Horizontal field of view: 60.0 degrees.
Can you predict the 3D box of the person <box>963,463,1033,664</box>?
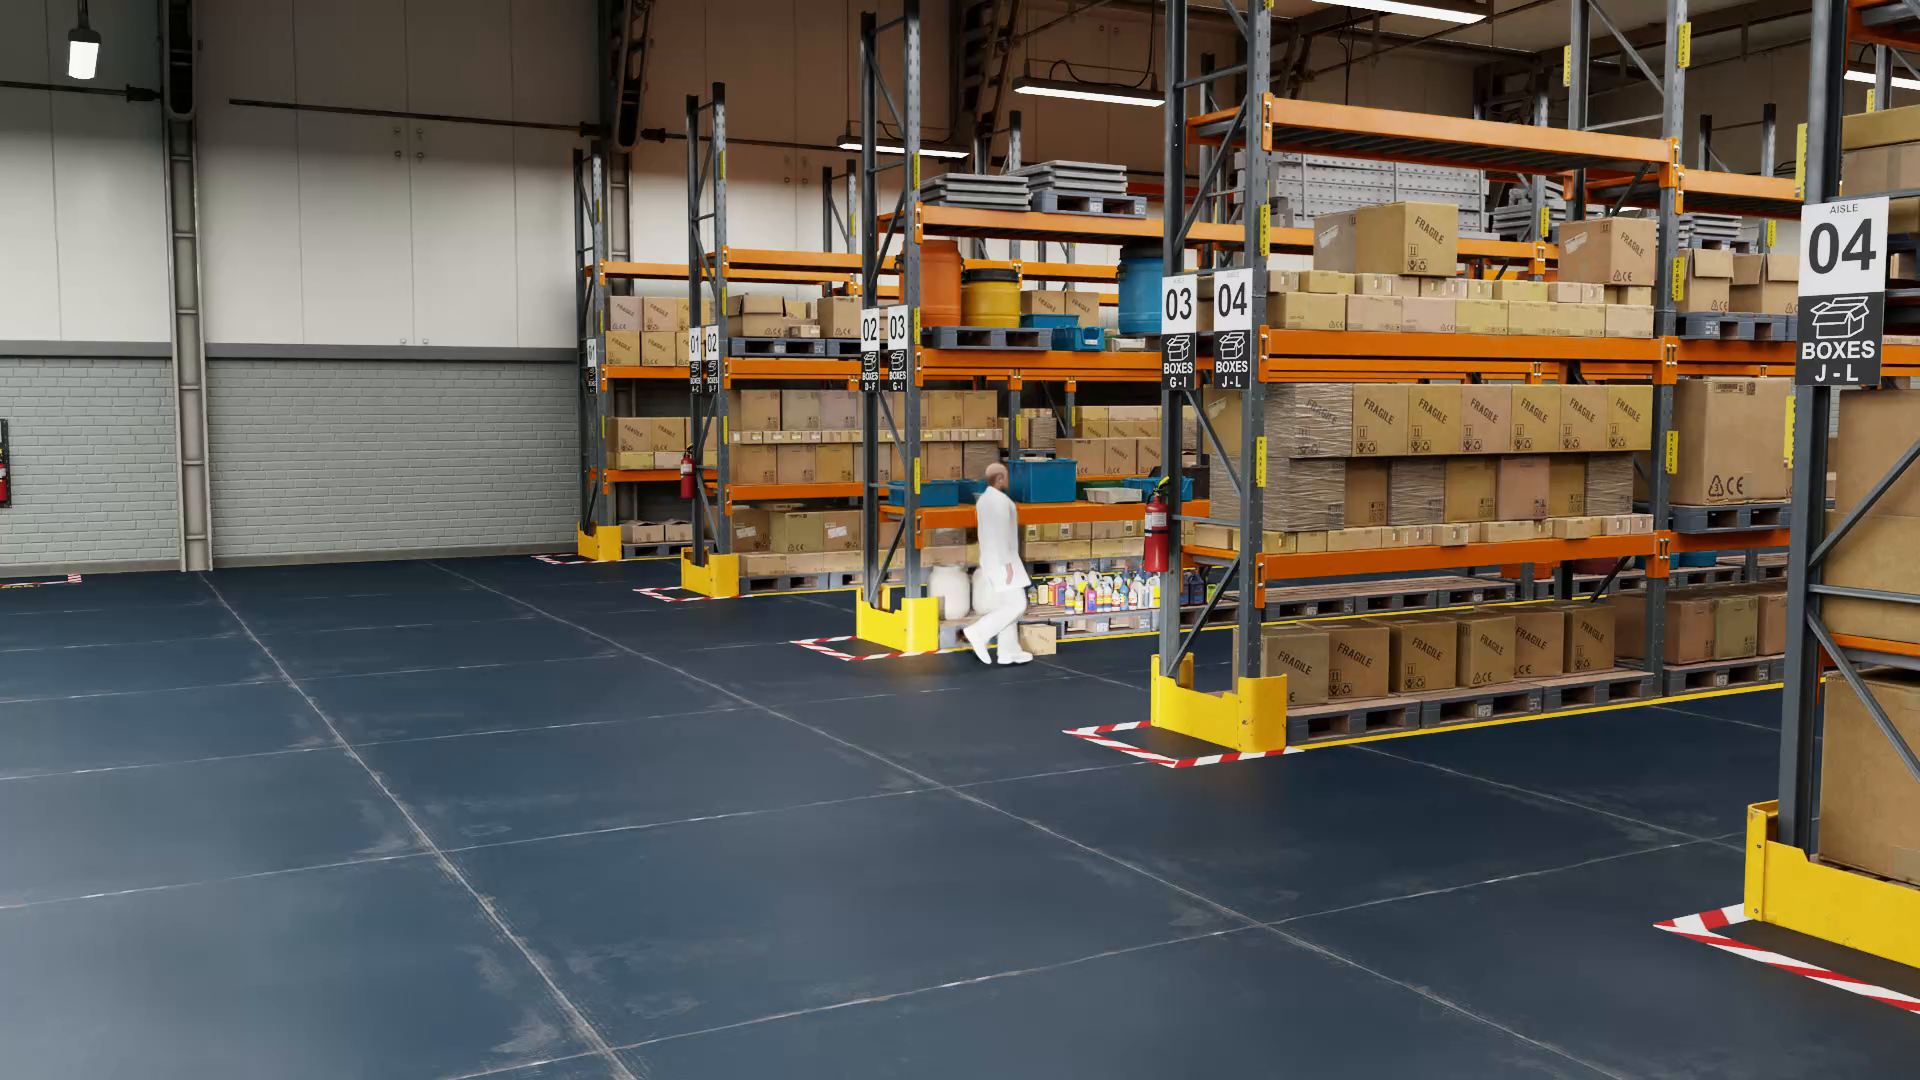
[{"bbox_3d":[0.332,0.206,14.573,0.705,1.759,0.626,-2,5,-23],"label":"person"}]
